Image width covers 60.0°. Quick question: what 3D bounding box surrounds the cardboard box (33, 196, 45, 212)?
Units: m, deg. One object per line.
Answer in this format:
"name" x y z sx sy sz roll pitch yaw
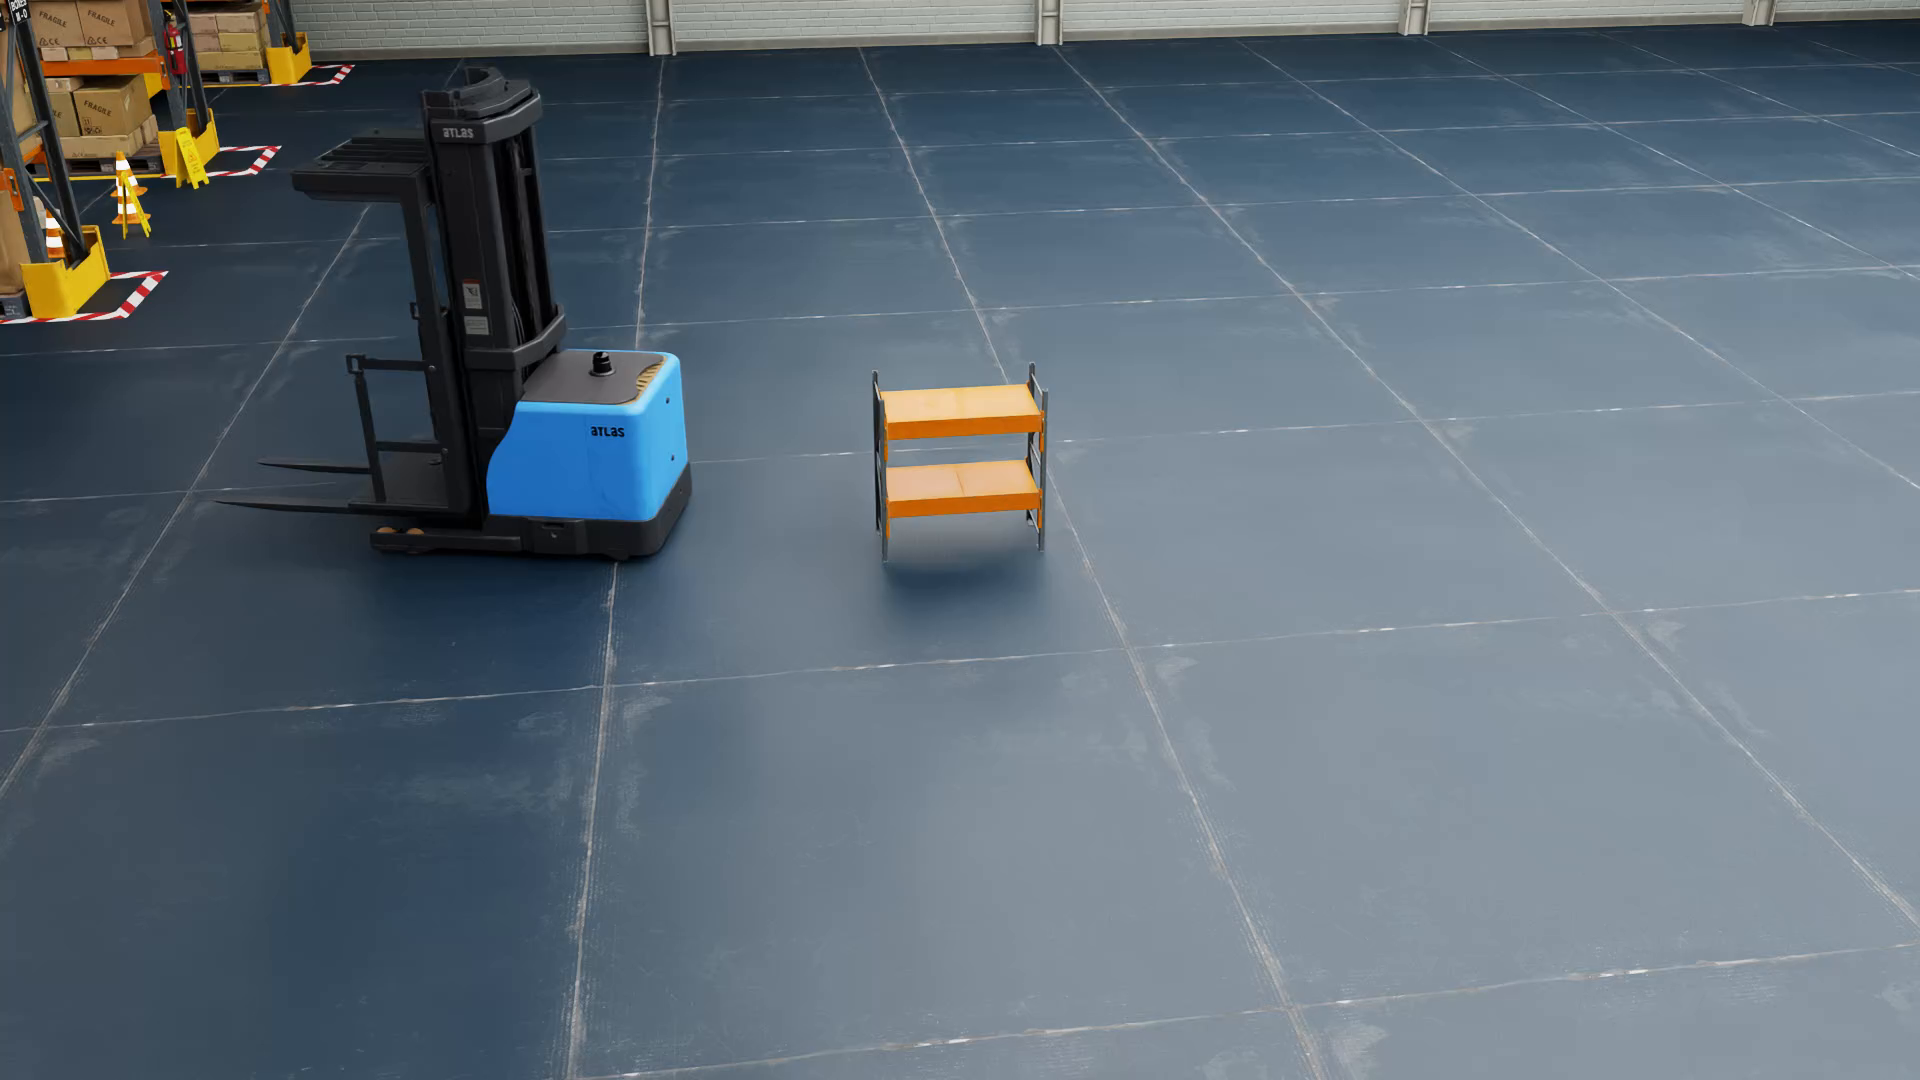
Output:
"cardboard box" -9.996 -3.536 17.682 0.250 0.149 0.380 10 29 19

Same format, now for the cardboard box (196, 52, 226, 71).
"cardboard box" -10.590 -6.808 23.488 0.500 0.250 0.500 -4 27 -7

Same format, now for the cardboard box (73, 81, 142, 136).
"cardboard box" -9.737 -4.930 19.005 0.500 0.500 0.500 -4 27 -7

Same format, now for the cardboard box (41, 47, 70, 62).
"cardboard box" -10.063 -5.466 18.595 0.250 0.149 0.380 -3 27 -6

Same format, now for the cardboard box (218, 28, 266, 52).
"cardboard box" -10.114 -7.059 23.428 0.500 0.250 0.500 -4 27 -8

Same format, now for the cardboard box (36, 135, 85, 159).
"cardboard box" -10.257 -4.562 19.110 0.500 0.250 0.500 -4 27 -7

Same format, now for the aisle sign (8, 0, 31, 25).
"aisle sign" -8.162 -4.867 14.304 0.004 0.787 0.394 -4 27 -7

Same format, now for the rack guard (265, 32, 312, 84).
"rack guard" -9.651 -6.934 23.919 0.348 0.500 1.175 -4 27 -7

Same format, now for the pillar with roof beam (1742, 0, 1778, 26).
"pillar with roof beam" 13.876 -10.658 21.866 0.400 9.000 9.100 -4 27 -7

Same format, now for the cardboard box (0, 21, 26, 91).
"cardboard box" -8.563 -4.111 14.332 0.550 0.550 0.875 -4 27 -7

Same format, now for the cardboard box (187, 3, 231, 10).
"cardboard box" -10.672 -7.475 23.691 0.500 0.250 0.500 -4 27 -7

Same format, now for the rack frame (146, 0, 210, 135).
"rack frame" -8.980 -5.801 18.973 0.127 3.000 1.000 -4 27 -7

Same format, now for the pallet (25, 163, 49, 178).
"pallet" -11.070 -4.444 19.382 1.213 0.211 1.003 -4 27 -7

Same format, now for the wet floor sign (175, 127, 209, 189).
"wet floor sign" -8.643 -4.282 18.591 0.232 0.644 0.267 6 28 11

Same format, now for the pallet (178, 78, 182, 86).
"pallet" -11.632 -6.661 23.702 1.213 0.211 1.003 -4 27 -7

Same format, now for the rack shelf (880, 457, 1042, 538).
"rack shelf" -0.007 -0.282 10.806 1.000 0.278 0.538 -4 27 -7

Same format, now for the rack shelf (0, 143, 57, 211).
"rack shelf" -10.171 -3.123 14.541 4.000 0.370 1.077 -4 27 -7

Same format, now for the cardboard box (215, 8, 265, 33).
"cardboard box" -10.088 -7.283 23.318 0.500 0.250 0.500 -3 27 -5

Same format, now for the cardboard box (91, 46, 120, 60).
"cardboard box" -9.556 -5.503 18.666 0.250 0.149 0.380 -4 27 -8

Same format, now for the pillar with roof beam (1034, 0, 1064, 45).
"pillar with roof beam" 1.993 -9.894 20.379 0.400 9.000 9.100 -4 27 -7

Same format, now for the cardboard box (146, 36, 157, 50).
"cardboard box" -9.345 -5.762 19.171 0.250 0.149 0.380 -4 27 -7

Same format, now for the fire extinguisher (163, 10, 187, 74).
"fire extinguisher" -8.802 -5.566 18.599 0.183 0.674 0.296 -4 27 -7

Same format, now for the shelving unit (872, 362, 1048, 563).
"shelving unit" -0.007 -0.500 10.695 1.048 1.125 0.538 -4 27 -7

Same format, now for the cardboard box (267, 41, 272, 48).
"cardboard box" -10.189 -7.066 23.989 0.500 0.250 0.500 -4 27 -7

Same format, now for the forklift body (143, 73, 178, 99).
"forklift body" -11.299 -6.722 21.697 1.214 2.155 2.313 -4 27 -7

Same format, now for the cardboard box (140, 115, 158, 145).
"cardboard box" -9.817 -4.839 19.649 0.500 0.250 0.500 -4 27 -8

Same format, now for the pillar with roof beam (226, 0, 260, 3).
"pillar with roof beam" -9.890 -9.131 18.891 0.400 9.000 9.100 -4 27 -7

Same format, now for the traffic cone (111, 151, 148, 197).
"traffic cone" -9.226 -4.062 18.362 0.334 0.463 0.336 -4 27 -7

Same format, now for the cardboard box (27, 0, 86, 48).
"cardboard box" -9.975 -5.789 18.514 0.500 0.500 0.500 -4 27 -7

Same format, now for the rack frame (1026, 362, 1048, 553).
"rack frame" 0.497 -0.532 10.758 0.032 1.125 0.500 -4 27 -7

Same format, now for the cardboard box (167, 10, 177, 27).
"cardboard box" -11.091 -7.211 23.178 0.500 0.250 0.500 -3 27 -6

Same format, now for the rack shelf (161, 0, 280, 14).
"rack shelf" -11.656 -7.598 23.262 4.000 0.370 1.077 -4 27 -7

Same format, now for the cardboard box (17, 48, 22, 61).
"cardboard box" -10.577 -5.456 18.575 0.250 0.149 0.380 -4 27 -8

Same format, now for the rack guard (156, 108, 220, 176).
"rack guard" -9.055 -4.684 19.534 0.348 0.500 1.175 -4 27 -7

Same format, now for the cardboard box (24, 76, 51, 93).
"cardboard box" -10.340 -5.150 18.724 0.250 0.149 0.380 -3 27 -6

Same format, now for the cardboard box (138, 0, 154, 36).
"cardboard box" -9.488 -6.073 19.068 0.500 0.500 0.500 -4 27 -8

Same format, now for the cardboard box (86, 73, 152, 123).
"cardboard box" -9.841 -5.170 19.474 0.500 0.500 0.500 -5 28 -9

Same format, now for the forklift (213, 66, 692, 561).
"forklift" -3.391 -1.445 10.559 3.031 2.935 1.130 3 27 5
